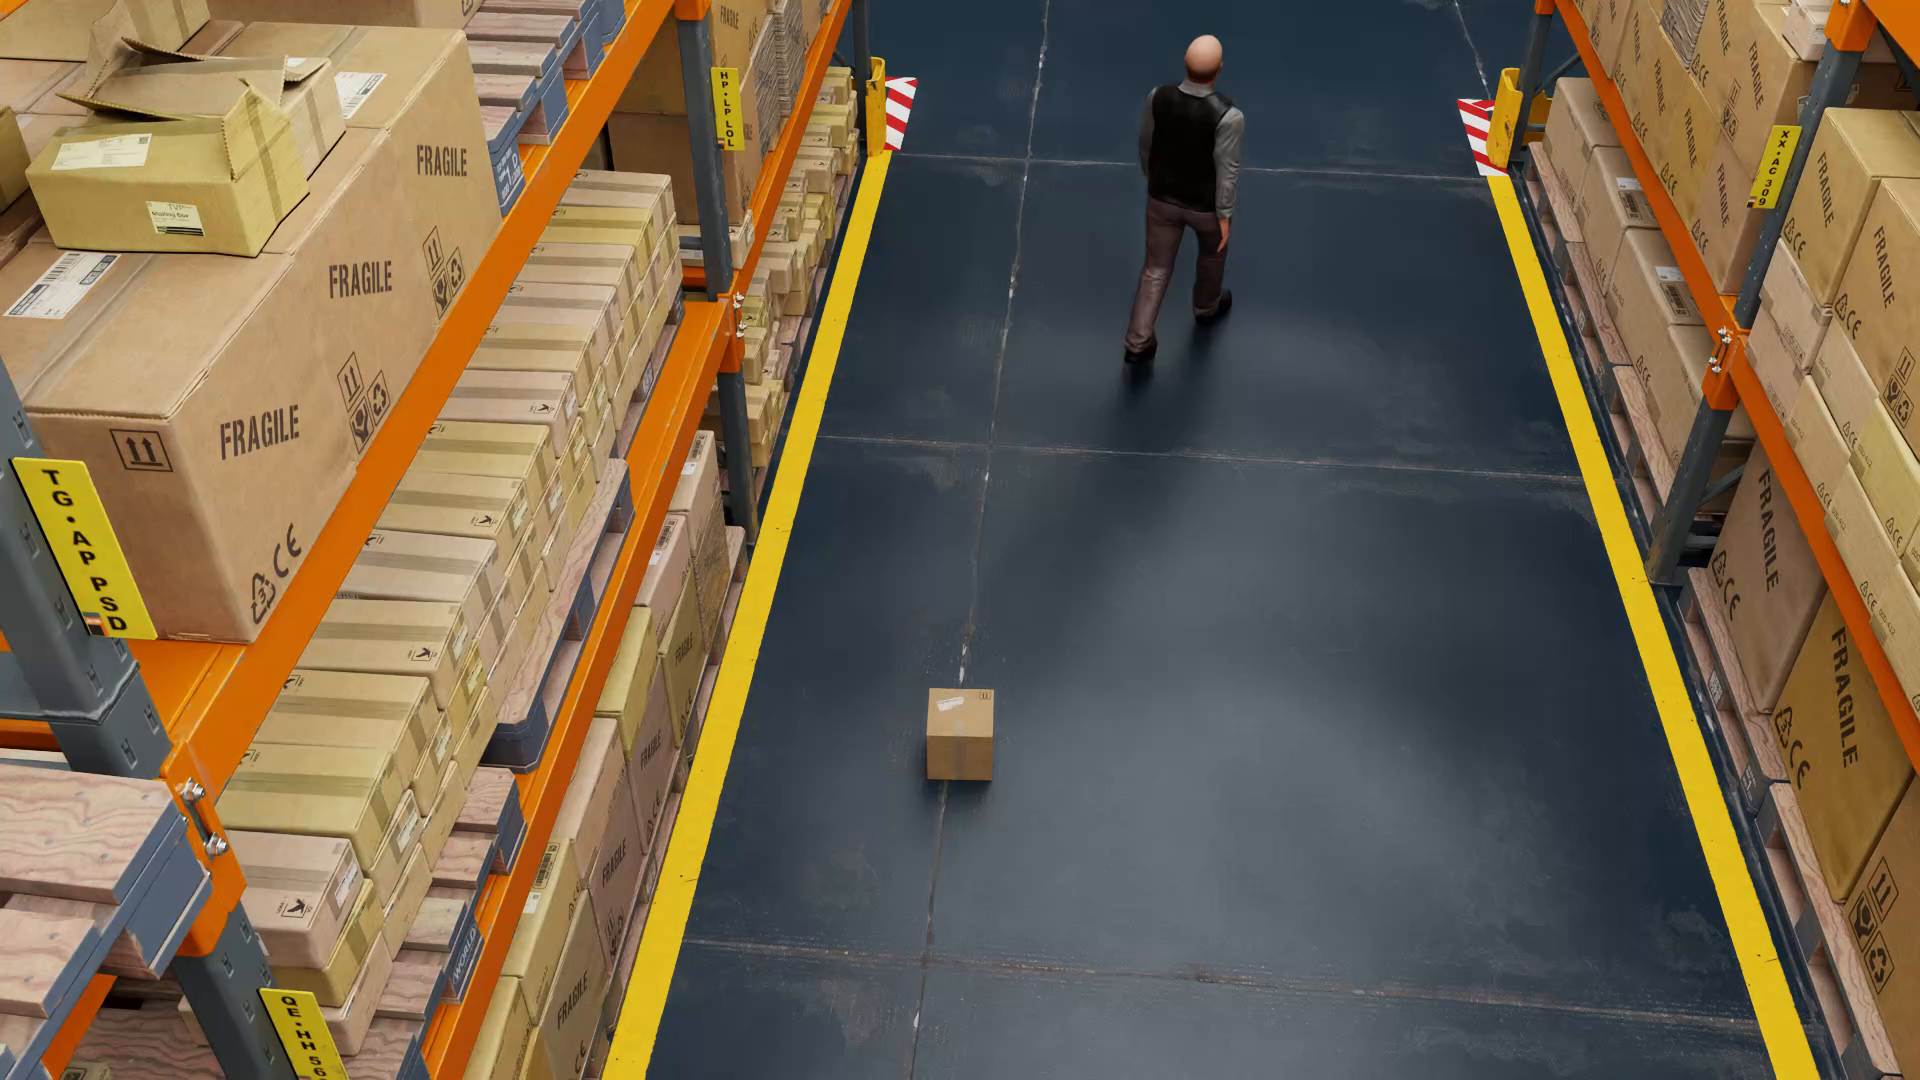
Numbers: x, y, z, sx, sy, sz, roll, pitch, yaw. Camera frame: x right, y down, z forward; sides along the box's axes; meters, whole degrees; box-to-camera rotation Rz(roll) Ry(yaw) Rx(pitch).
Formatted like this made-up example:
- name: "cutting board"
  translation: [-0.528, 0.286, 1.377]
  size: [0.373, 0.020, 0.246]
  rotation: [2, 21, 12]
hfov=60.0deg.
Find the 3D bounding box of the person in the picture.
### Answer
- name: "person"
  translation: [1.126, -1.703, 8.221]
  size: [0.553, 1.681, 0.988]
  rotation: [18, 43, 20]
